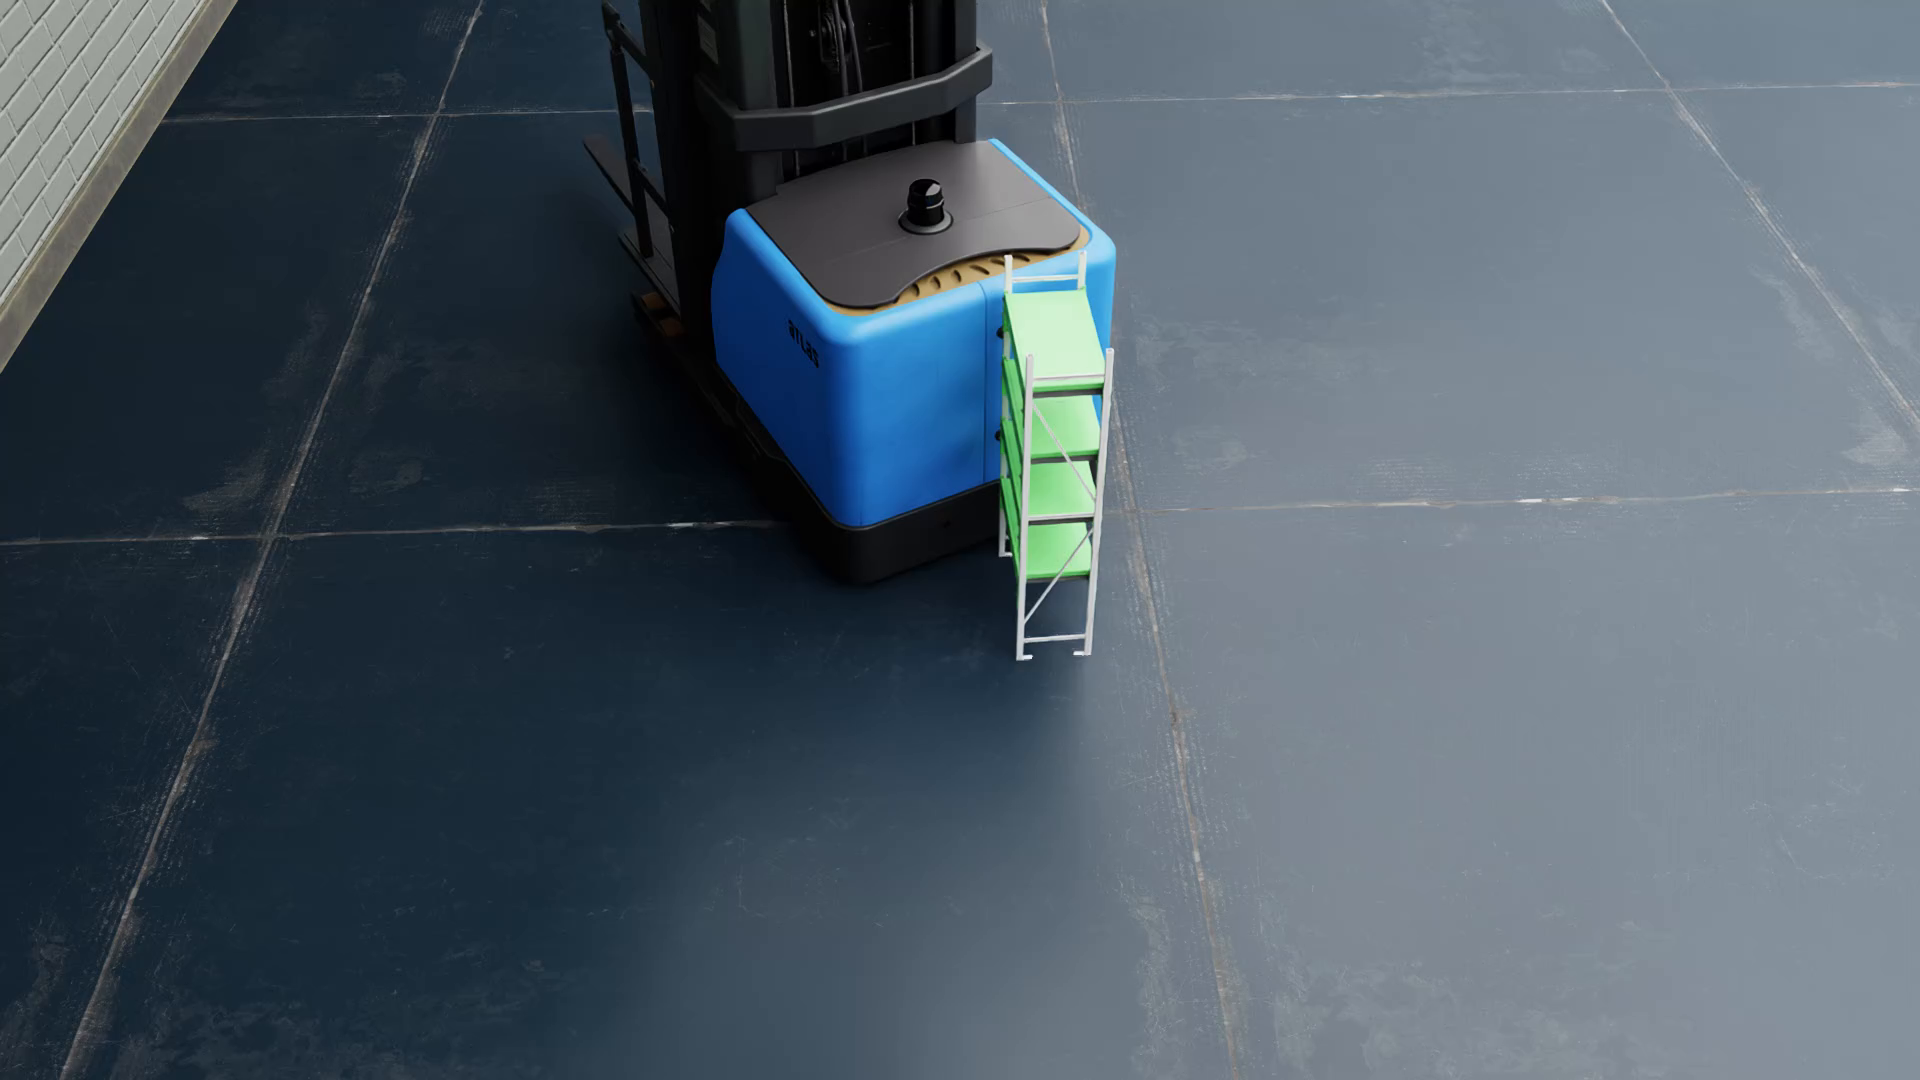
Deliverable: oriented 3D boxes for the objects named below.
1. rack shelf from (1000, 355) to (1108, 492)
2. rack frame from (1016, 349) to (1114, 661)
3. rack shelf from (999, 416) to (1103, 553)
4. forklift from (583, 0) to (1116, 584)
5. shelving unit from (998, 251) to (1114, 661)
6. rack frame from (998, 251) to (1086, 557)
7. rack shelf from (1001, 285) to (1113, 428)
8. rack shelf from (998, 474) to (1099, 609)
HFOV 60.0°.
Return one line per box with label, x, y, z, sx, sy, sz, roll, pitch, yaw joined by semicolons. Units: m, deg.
rack shelf;0.276;-0.362;4.996;0.258;0.148;0.480;-4;43;-4
rack frame;0.300;-0.068;4.936;0.240;1.200;0.015;-4;43;-4
rack shelf;0.276;-0.185;5.159;0.258;0.148;0.480;-4;43;-4
forklift;-0.647;-1.924;5.680;1.130;2.935;3.031;-21;46;-21
shelving unit;0.276;-0.232;5.115;0.258;1.200;0.503;-4;43;-4
rack frame;0.252;-0.396;5.294;0.240;1.200;0.015;-4;43;-4
rack shelf;0.276;-0.539;4.834;0.258;0.148;0.480;-4;43;-4
rack shelf;0.276;-0.008;5.321;0.258;0.148;0.480;-4;43;-4
